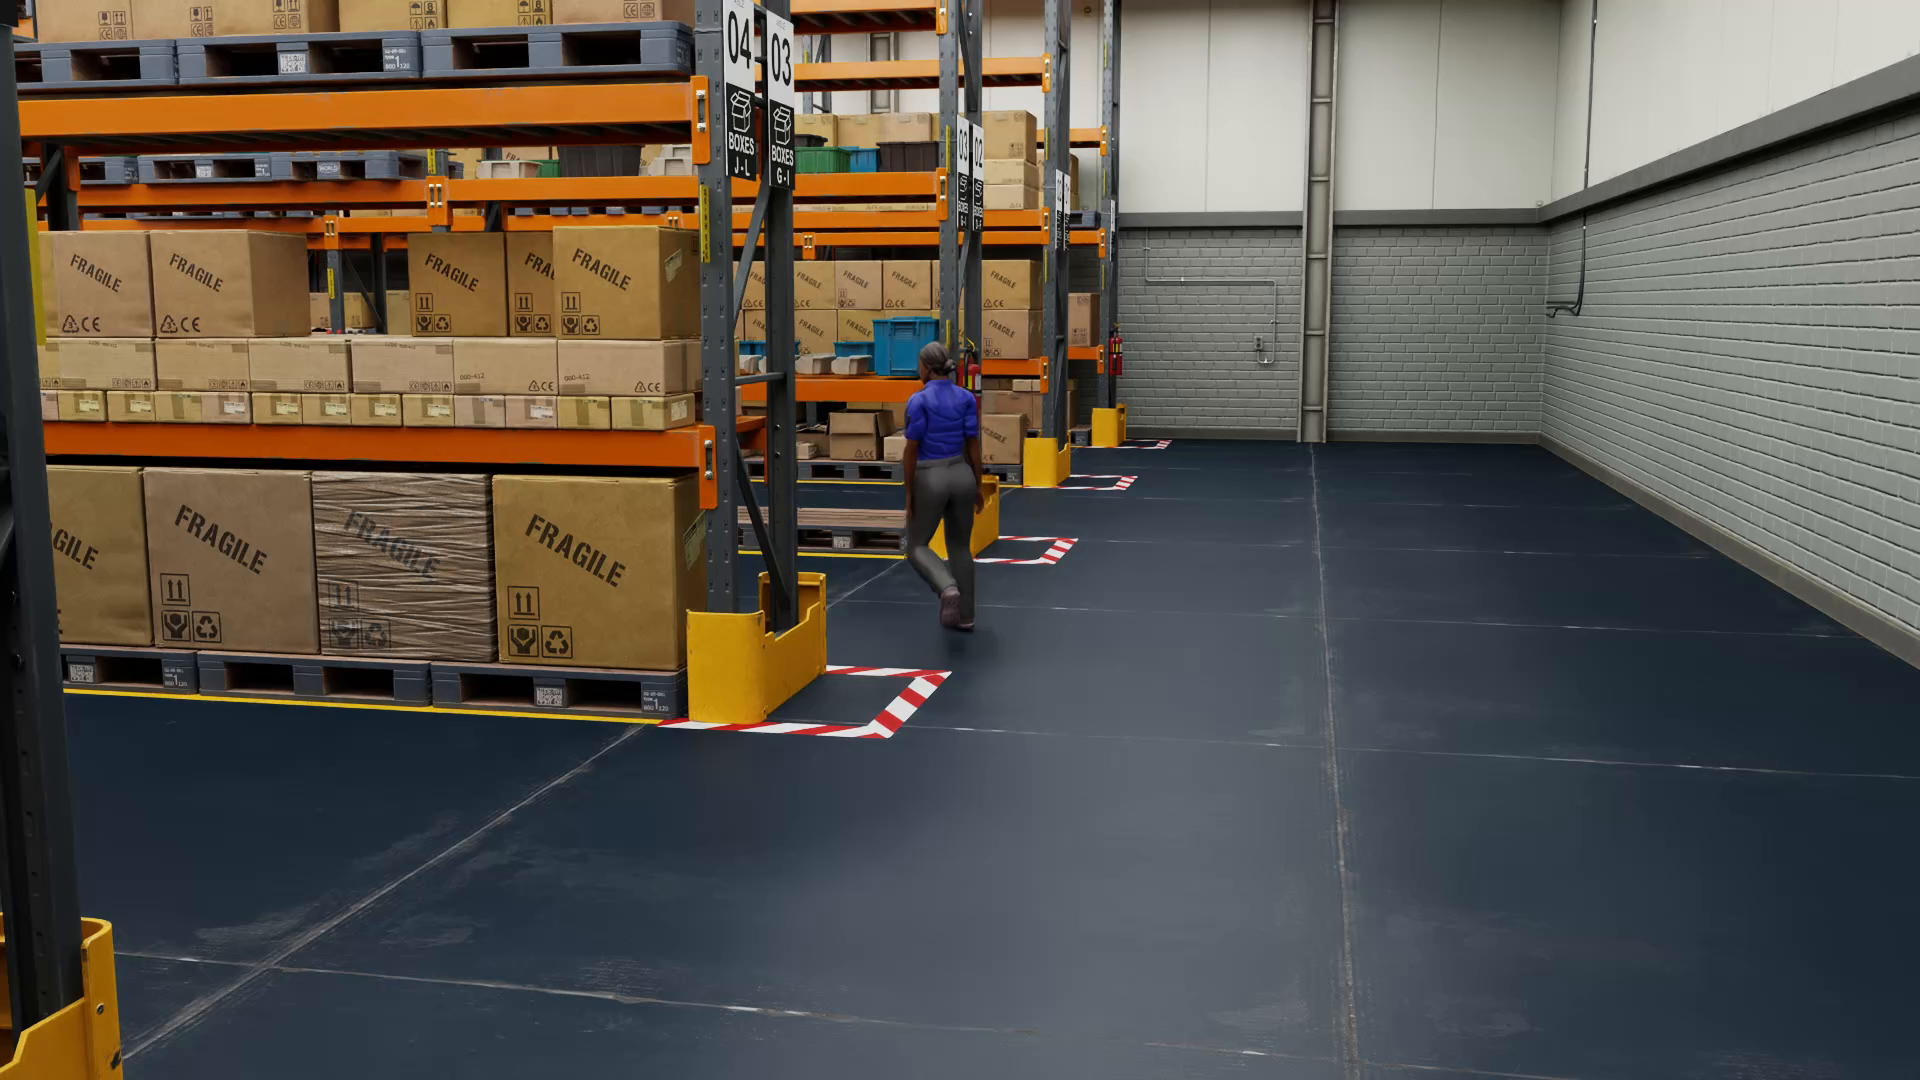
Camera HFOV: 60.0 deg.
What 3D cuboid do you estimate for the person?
[{"bbox_3d":[-0.088,-0.289,9.302,0.511,1.638,0.617,-4,9,-23],"label":"person"}]
